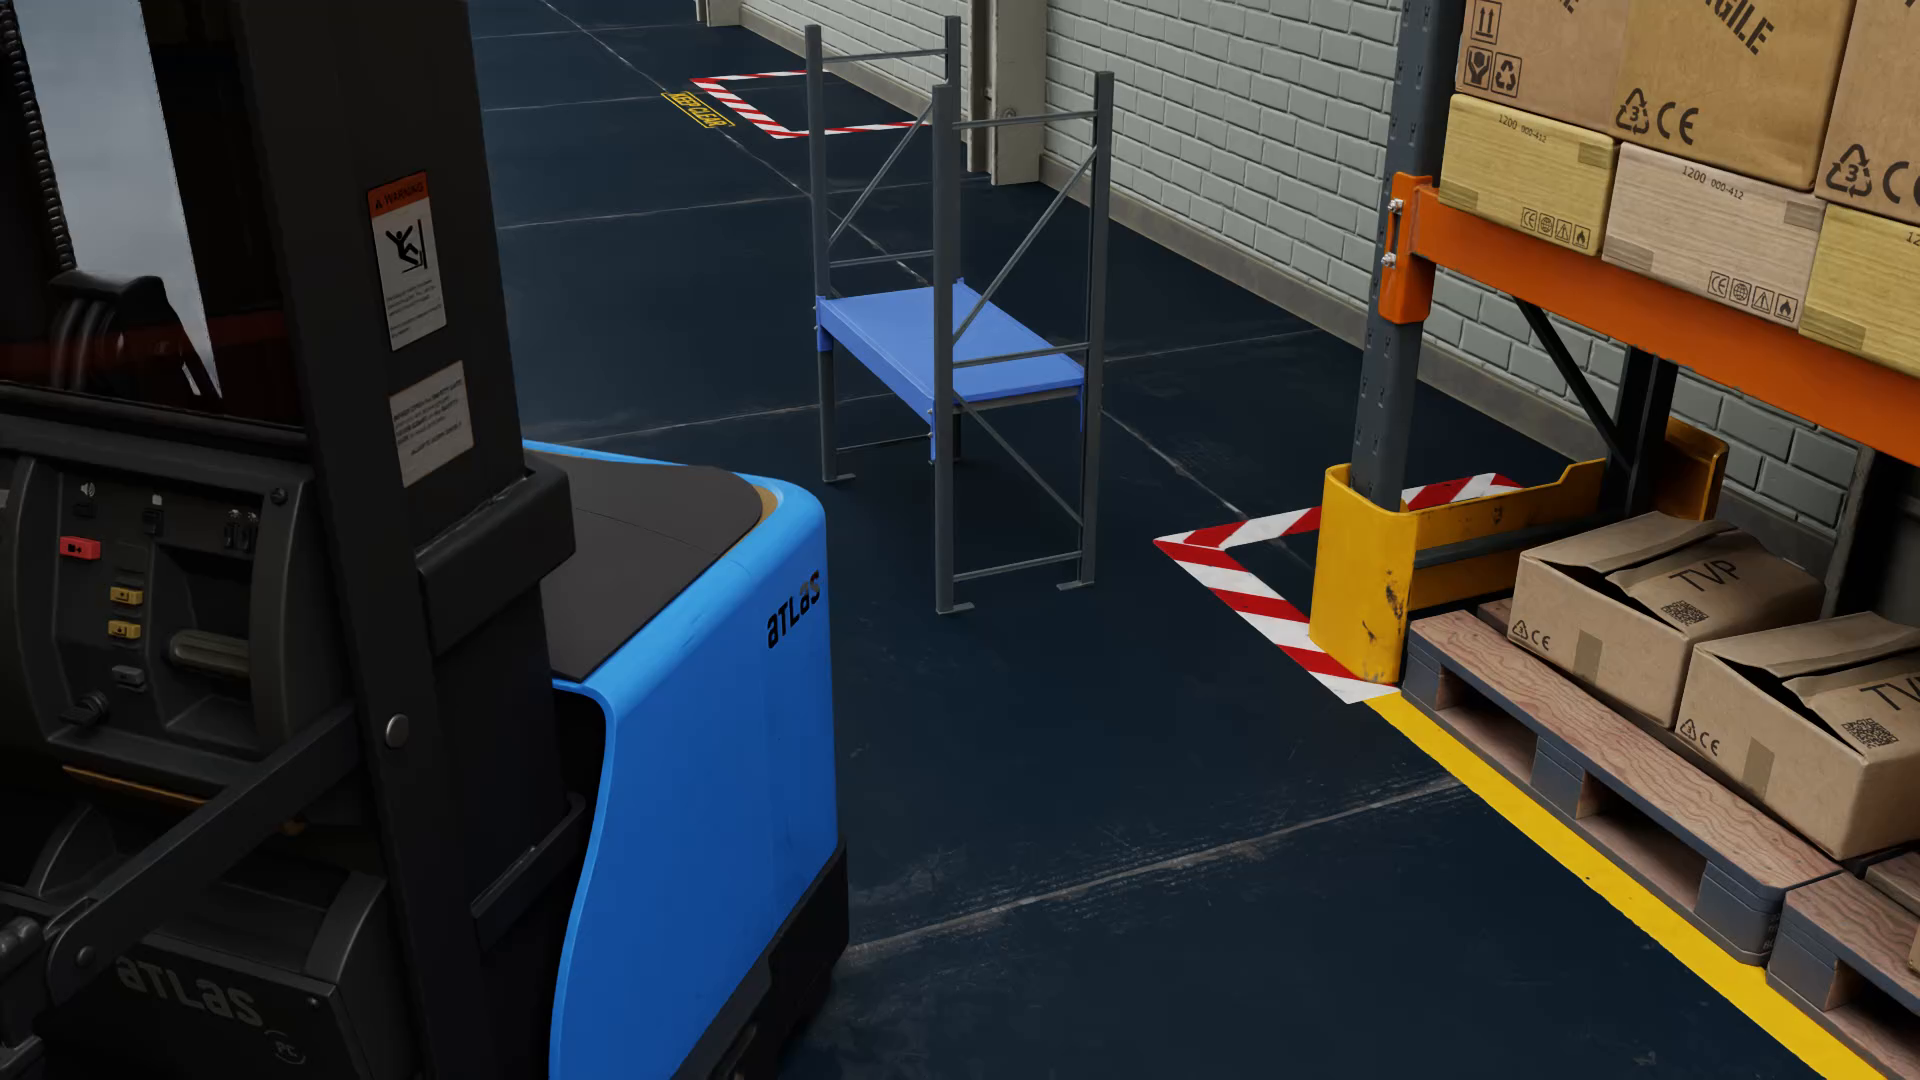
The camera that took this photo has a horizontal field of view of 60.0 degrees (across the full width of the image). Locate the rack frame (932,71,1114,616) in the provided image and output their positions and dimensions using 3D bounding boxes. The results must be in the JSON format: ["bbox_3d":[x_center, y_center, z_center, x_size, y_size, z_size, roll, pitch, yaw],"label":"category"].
[{"bbox_3d":[0.166,-0.503,4.571,0.500,1.500,0.032,-11,28,-21],"label":"rack frame"}]

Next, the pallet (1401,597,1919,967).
[{"bbox_3d":[1.854,0.465,4.056,1.003,0.211,1.213,-11,28,-21],"label":"pallet"}]

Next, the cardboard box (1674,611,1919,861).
[{"bbox_3d":[1.950,0.383,3.610,0.500,0.311,0.500,-8,27,-16],"label":"cardboard box"}]

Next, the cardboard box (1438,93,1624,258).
[{"bbox_3d":[1.438,-0.842,3.705,0.500,0.250,0.500,-11,28,-22],"label":"cardboard box"}]

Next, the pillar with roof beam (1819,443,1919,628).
[{"bbox_3d":[-1.352,-2.975,1.086,9.100,9.000,0.400,-11,28,-21],"label":"pillar with roof beam"}]

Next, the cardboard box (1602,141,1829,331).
[{"bbox_3d":[1.654,-0.635,3.280,0.500,0.250,0.500,-11,28,-22],"label":"cardboard box"}]

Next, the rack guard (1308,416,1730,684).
[{"bbox_3d":[1.569,0.002,4.677,1.175,0.500,0.348,-11,28,-21],"label":"rack guard"}]

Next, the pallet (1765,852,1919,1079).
[{"bbox_3d":[2.328,0.957,3.049,1.003,0.211,1.213,-11,28,-21],"label":"pallet"}]

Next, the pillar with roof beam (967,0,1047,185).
[{"bbox_3d":[-3.702,-5.397,6.047,9.100,9.000,0.400,-11,28,-21],"label":"pillar with roof beam"}]

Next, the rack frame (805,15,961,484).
[{"bbox_3d":[-0.232,-0.914,5.412,0.500,1.500,0.032,-11,28,-21],"label":"rack frame"}]

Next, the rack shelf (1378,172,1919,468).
[{"bbox_3d":[2.322,-0.022,2.696,1.077,0.370,4.000,-11,28,-21],"label":"rack shelf"}]

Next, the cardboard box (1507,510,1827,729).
[{"bbox_3d":[1.727,0.153,4.081,0.500,0.311,0.500,-14,29,-26],"label":"cardboard box"}]

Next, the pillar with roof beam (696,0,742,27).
[{"bbox_3d":[-6.051,-7.819,11.008,9.100,9.000,0.400,-11,28,-21],"label":"pillar with roof beam"}]

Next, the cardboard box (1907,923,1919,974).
[{"bbox_3d":[2.192,0.603,2.944,0.700,0.500,0.500,-12,29,-24],"label":"cardboard box"}]

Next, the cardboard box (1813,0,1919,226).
[{"bbox_3d":[1.830,-0.776,2.713,0.500,0.500,0.500,-12,28,-22],"label":"cardboard box"}]

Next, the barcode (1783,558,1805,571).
[{"bbox_3d":[2.102,0.087,4.205,0.001,0.075,0.075,-11,28,-21],"label":"barcode"}]

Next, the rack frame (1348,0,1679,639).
[{"bbox_3d":[1.539,-1.152,4.191,1.000,3.000,0.127,-11,28,-21],"label":"rack frame"}]

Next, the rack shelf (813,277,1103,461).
[{"bbox_3d":[-0.033,-0.547,5.070,0.538,0.185,1.000,-11,28,-21],"label":"rack shelf"}]

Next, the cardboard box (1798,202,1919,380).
[{"bbox_3d":[1.848,-0.429,2.857,0.500,0.250,0.500,-11,28,-21],"label":"cardboard box"}]

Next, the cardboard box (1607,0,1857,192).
[{"bbox_3d":[1.634,-0.985,3.143,0.500,0.500,0.500,-10,28,-20],"label":"cardboard box"}]

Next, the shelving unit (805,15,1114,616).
[{"bbox_3d":[-0.033,-0.708,4.991,0.538,1.500,1.048,-11,28,-21],"label":"shelving unit"}]

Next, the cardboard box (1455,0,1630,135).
[{"bbox_3d":[1.449,-1.187,3.555,0.500,0.500,0.500,-11,28,-21],"label":"cardboard box"}]

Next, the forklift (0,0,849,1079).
[{"bbox_3d":[-1.214,0.079,1.748,1.130,2.935,3.031,9,27,18],"label":"forklift"}]
